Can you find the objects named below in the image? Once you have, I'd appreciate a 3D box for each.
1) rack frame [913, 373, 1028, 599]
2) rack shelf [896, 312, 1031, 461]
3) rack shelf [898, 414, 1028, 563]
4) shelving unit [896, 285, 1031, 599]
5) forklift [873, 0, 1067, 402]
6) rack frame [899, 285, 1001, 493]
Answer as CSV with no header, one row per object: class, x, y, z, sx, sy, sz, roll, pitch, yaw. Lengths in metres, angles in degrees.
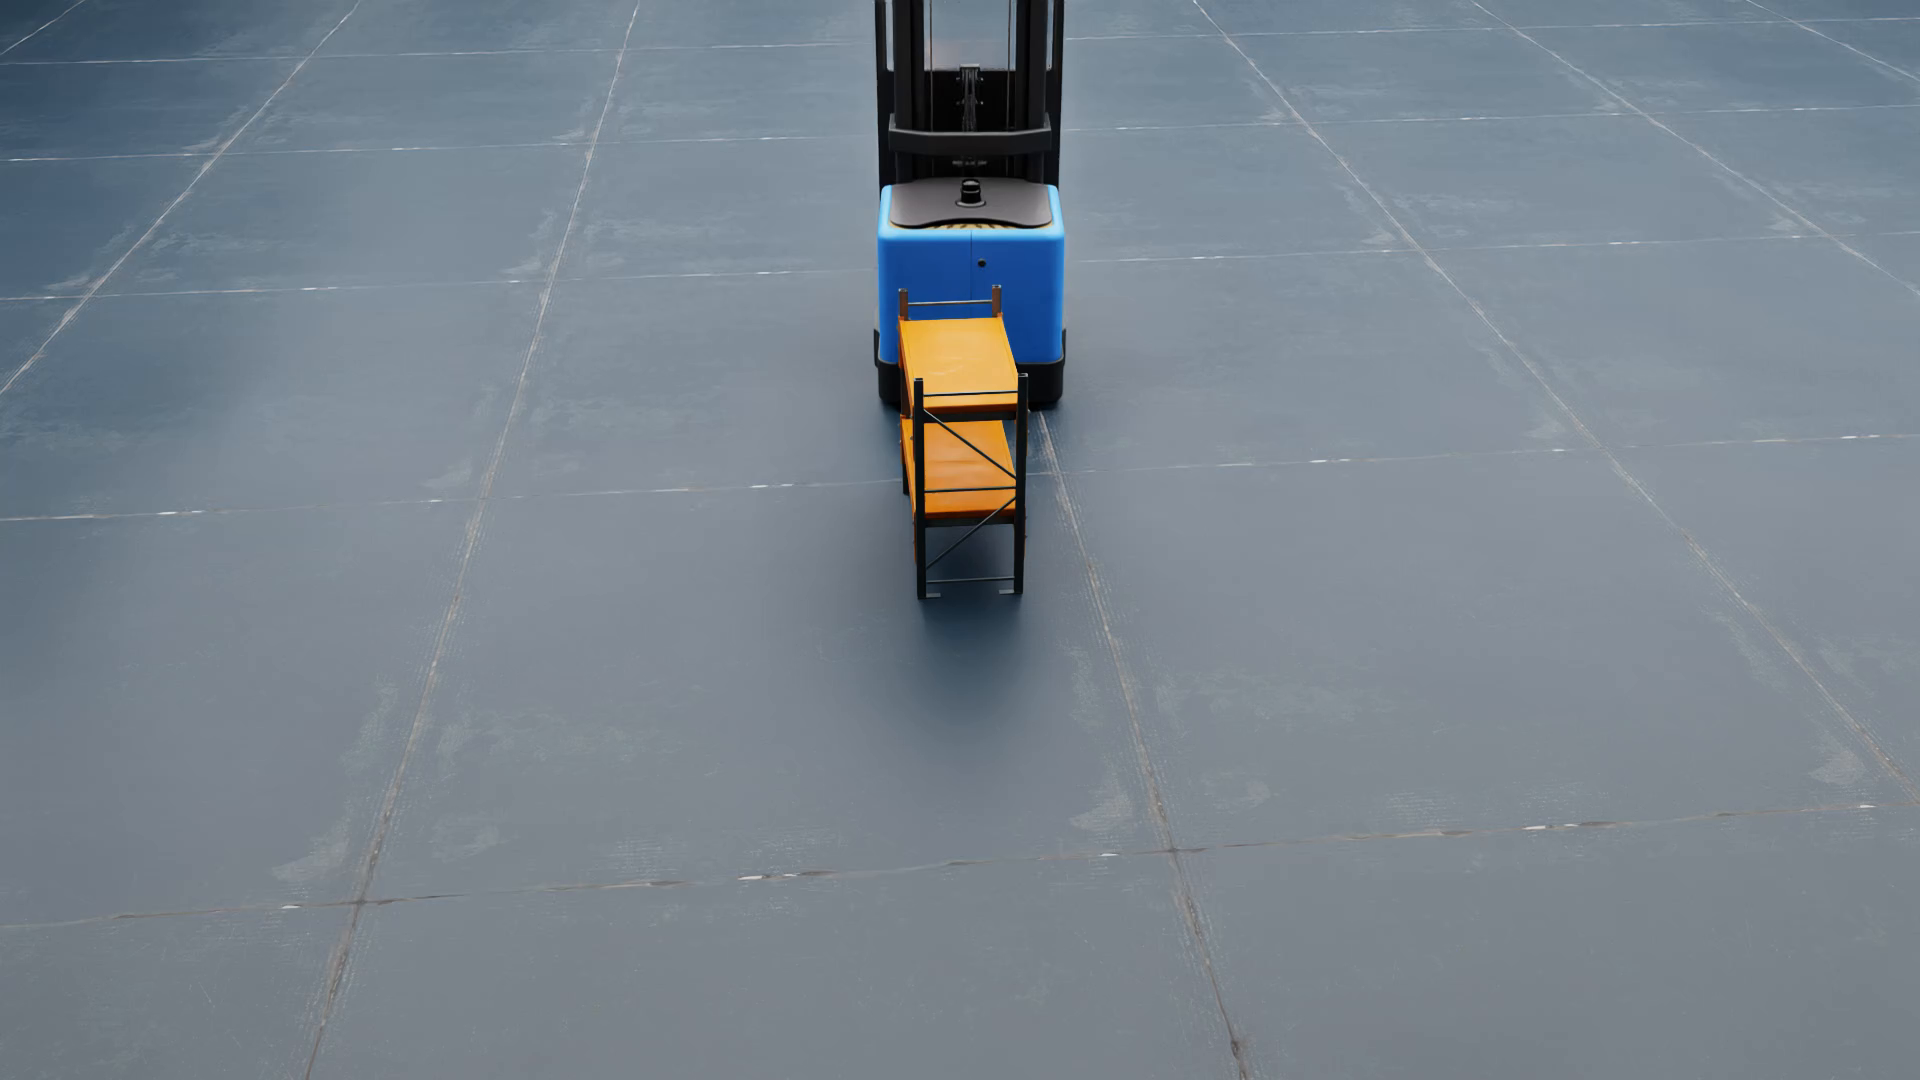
rack frame,0.047,-0.227,7.533,0.500,1.125,0.032,-3,31,-5
rack shelf,-0.001,-0.738,7.817,0.538,0.278,1.000,-3,31,-5
rack shelf,-0.001,-0.276,8.093,0.538,0.278,1.000,-3,31,-5
shelving unit,-0.001,-0.486,7.967,0.538,1.125,1.048,-3,31,-5
forklift,0.053,-2.752,10.000,1.130,2.935,3.031,0,31,0
rack frame,-0.048,-0.746,8.402,0.500,1.125,0.032,-3,31,-5
